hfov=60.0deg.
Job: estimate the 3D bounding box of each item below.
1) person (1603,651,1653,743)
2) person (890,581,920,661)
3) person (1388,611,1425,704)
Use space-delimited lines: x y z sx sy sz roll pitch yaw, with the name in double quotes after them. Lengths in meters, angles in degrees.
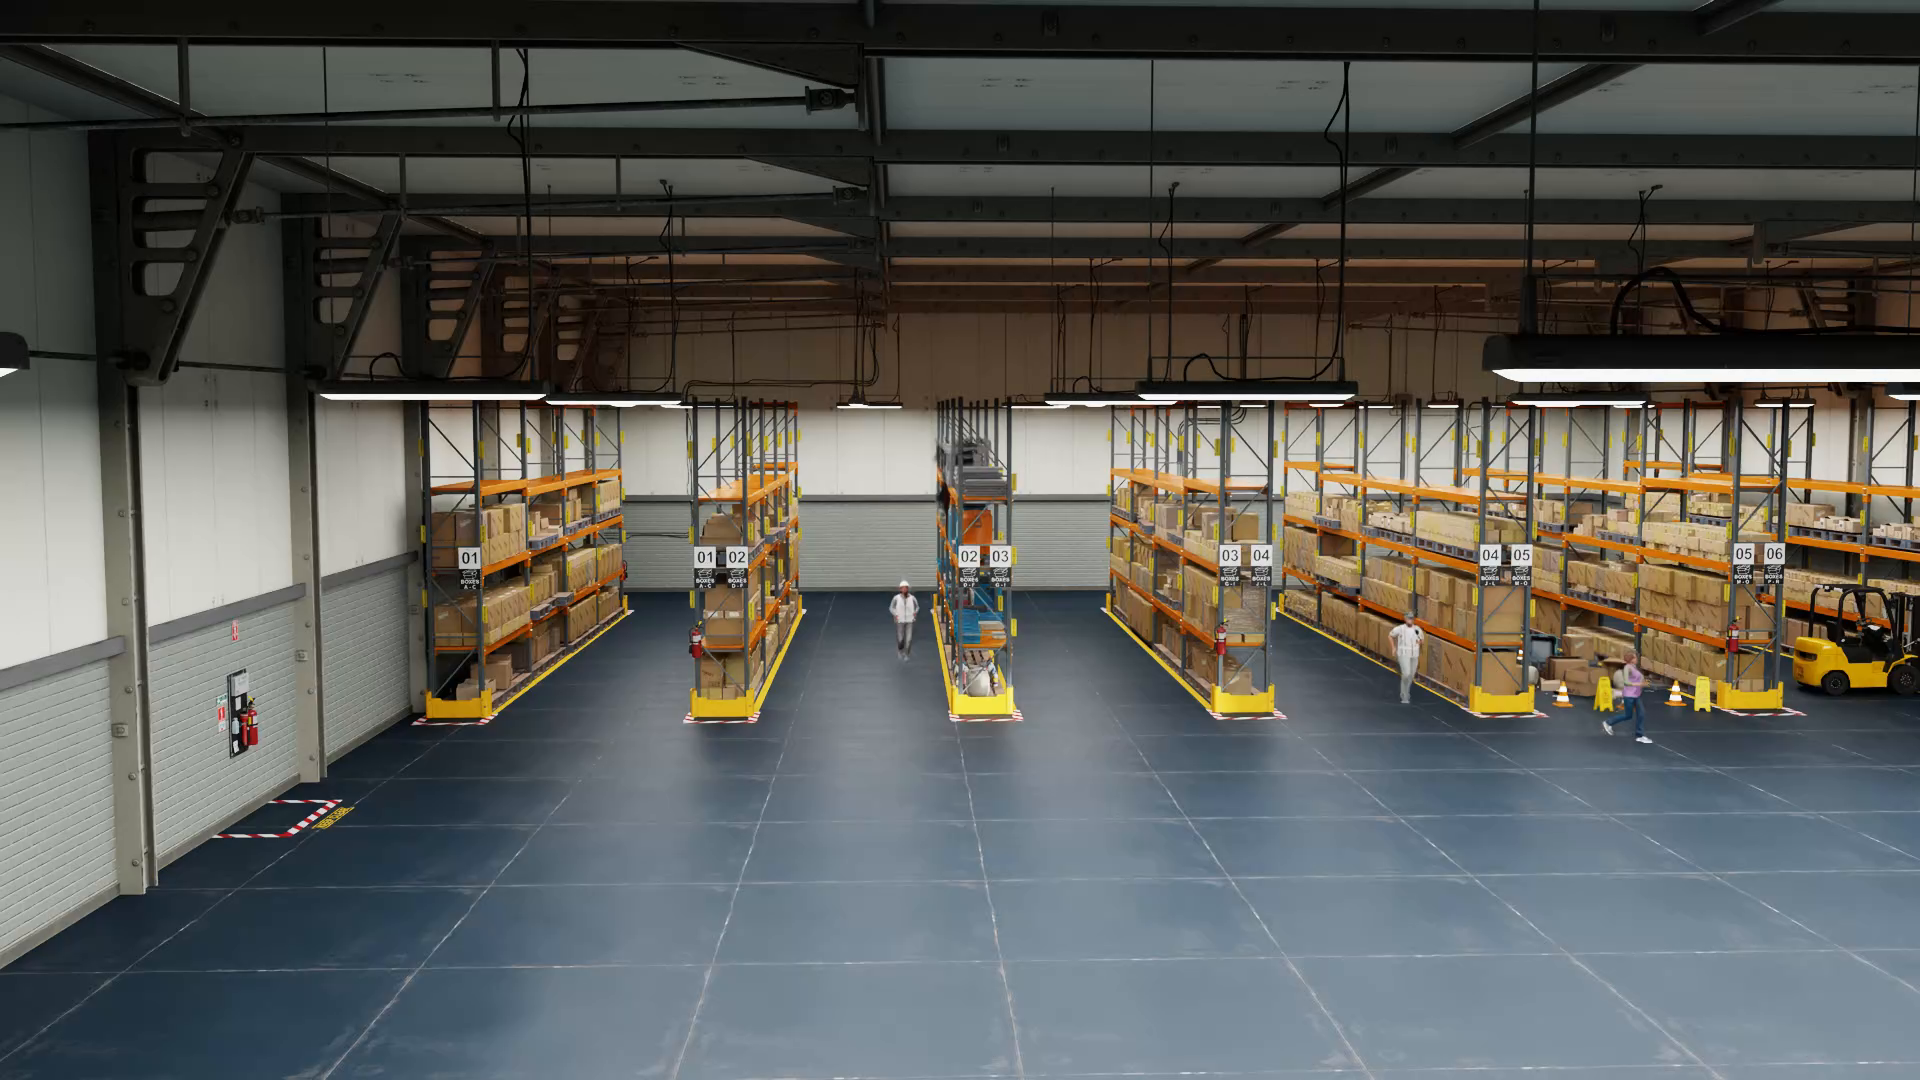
11.596 2.709 28.813 0.825 1.566 0.551 4 6 41 "person"
-1.193 1.774 36.217 0.657 1.743 0.561 -1 4 -7 "person"
8.838 2.316 32.795 0.635 1.854 0.780 -1 4 -11 "person"
